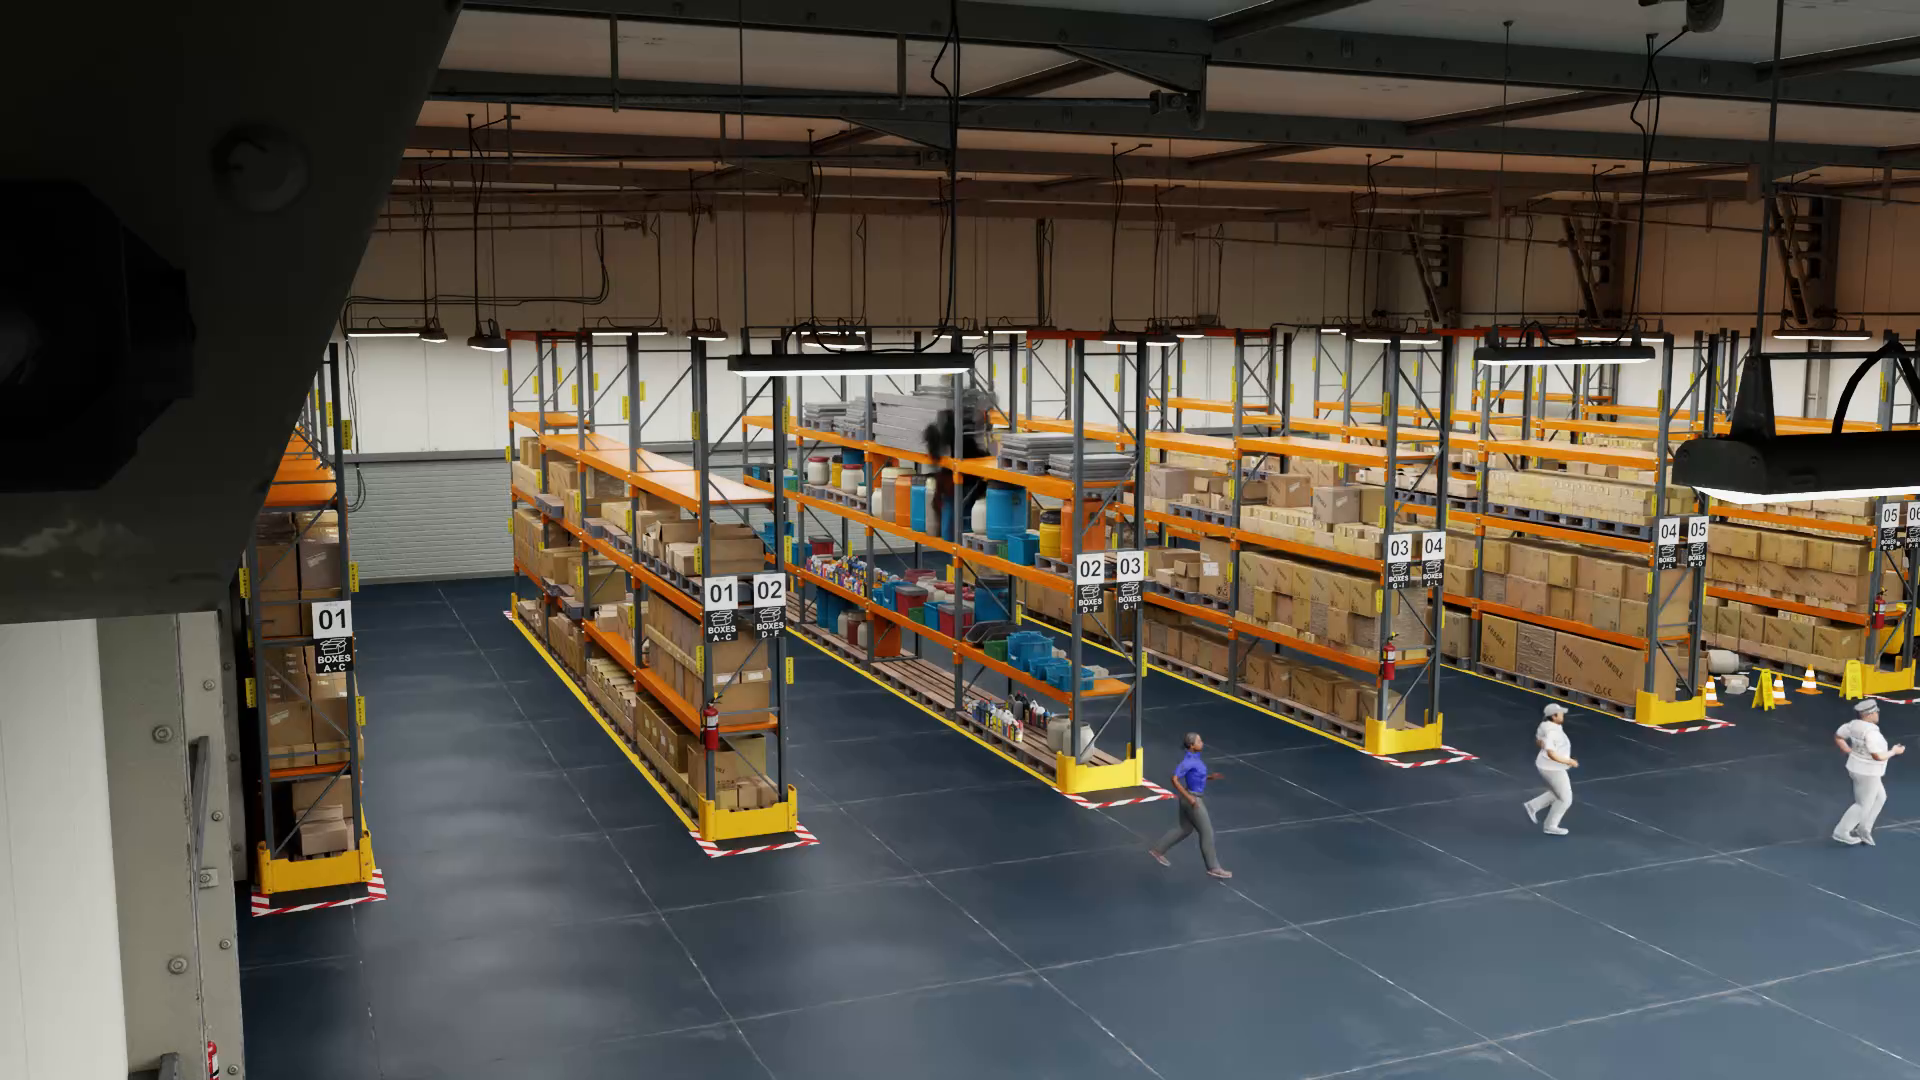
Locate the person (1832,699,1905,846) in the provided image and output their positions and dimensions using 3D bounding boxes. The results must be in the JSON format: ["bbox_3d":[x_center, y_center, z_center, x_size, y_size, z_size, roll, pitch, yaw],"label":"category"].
[{"bbox_3d":[10.778,2.793,19.749,0.726,1.835,0.640,1,8,8],"label":"person"}]

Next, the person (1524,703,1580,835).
[{"bbox_3d":[7.218,2.784,20.277,0.575,1.617,0.604,1,8,9],"label":"person"}]

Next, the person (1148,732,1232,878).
[{"bbox_3d":[2.600,2.962,18.693,0.938,1.647,0.576,1,8,5],"label":"person"}]
